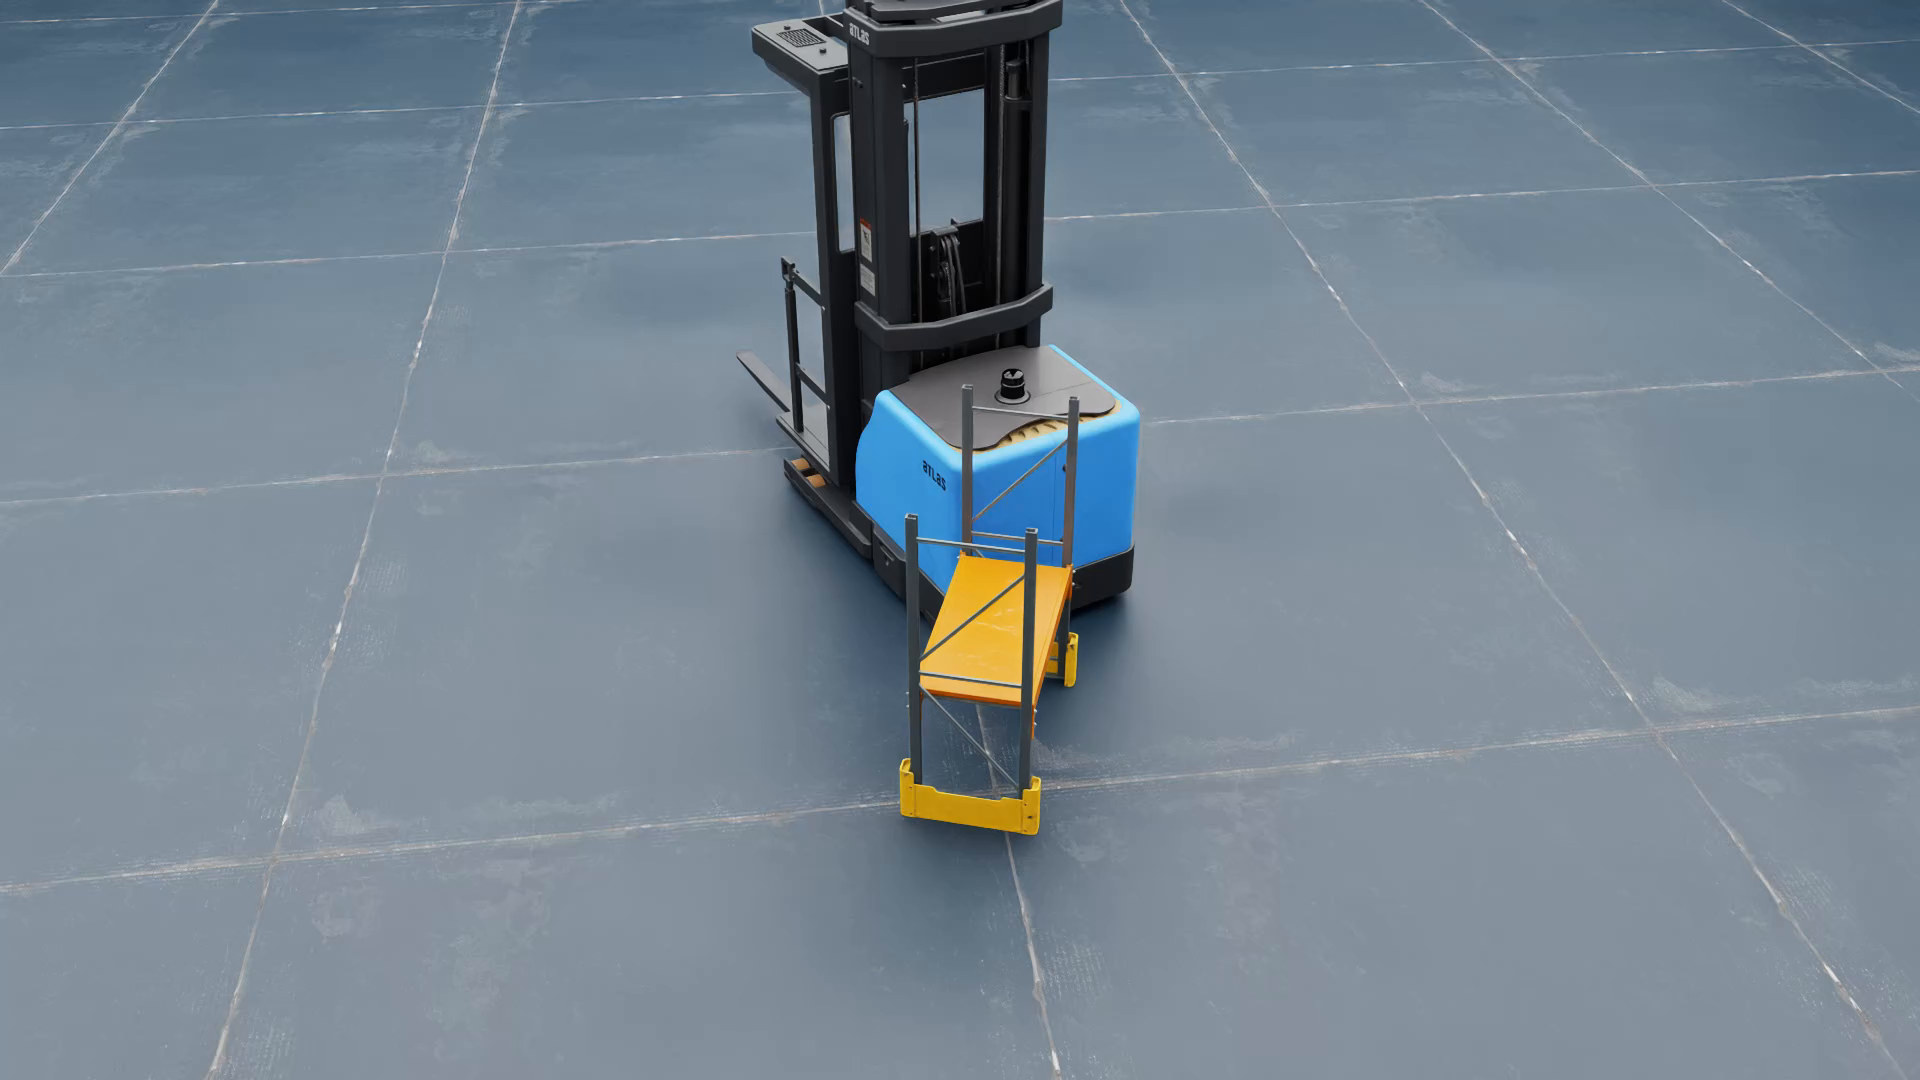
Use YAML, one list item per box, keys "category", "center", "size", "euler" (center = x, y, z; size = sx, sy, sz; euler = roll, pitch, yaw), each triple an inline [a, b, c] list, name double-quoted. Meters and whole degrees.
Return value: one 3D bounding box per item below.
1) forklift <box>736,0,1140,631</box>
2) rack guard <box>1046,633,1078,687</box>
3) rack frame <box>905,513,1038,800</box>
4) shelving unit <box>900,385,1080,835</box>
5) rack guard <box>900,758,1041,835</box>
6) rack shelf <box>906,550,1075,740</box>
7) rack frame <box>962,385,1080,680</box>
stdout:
- category: "forklift"
  center: [-0.309, -1.516, 8.371]
  size: [1.130, 2.935, 3.031]
  euler: [-18, 38, -24]
- category: "rack guard"
  center: [0.251, 0.525, 7.757]
  size: [0.587, 0.250, 0.087]
  euler: [7, 35, 10]
- category: "rack frame"
  center: [0.041, 0.558, 6.600]
  size: [0.500, 1.500, 0.032]
  euler: [7, 35, 10]
- category: "shelving unit"
  center: [0.146, 0.283, 7.003]
  size: [0.587, 1.500, 1.083]
  euler: [7, 35, 10]
- category: "rack guard"
  center: [0.041, 1.073, 6.953]
  size: [0.587, 0.250, 0.087]
  euler: [7, 35, 10]
- category: "rack shelf"
  center: [0.148, 0.426, 7.112]
  size: [0.538, 0.185, 1.000]
  euler: [7, 35, 10]
- category: "rack frame"
  center: [0.255, -0.002, 7.421]
  size: [0.500, 1.500, 0.032]
  euler: [7, 35, 10]
